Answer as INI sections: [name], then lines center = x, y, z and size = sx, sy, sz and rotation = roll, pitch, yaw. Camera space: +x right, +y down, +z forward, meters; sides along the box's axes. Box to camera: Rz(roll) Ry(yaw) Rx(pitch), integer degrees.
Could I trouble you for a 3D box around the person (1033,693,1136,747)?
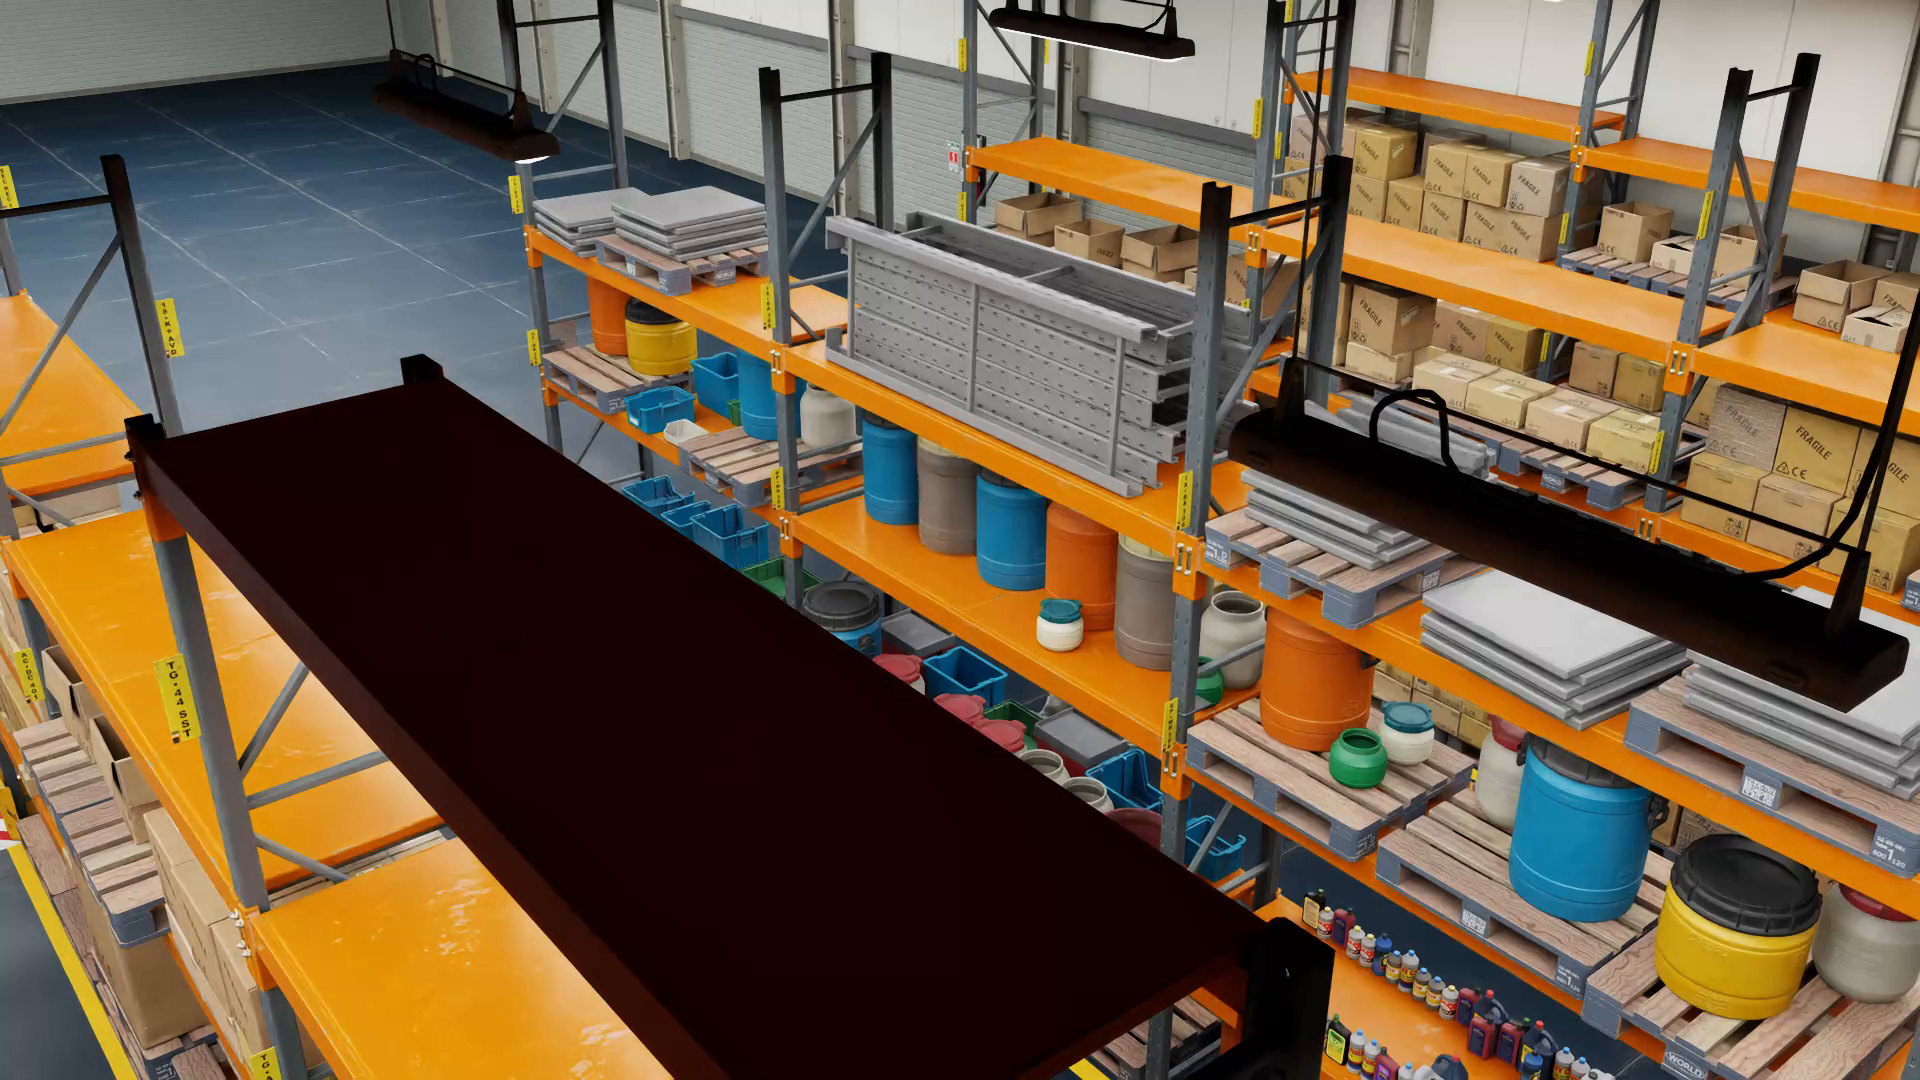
[person]
center = 1.029, 1.041, 14.282
size = 1.095, 1.574, 0.468
rotation = 17, 31, 32
